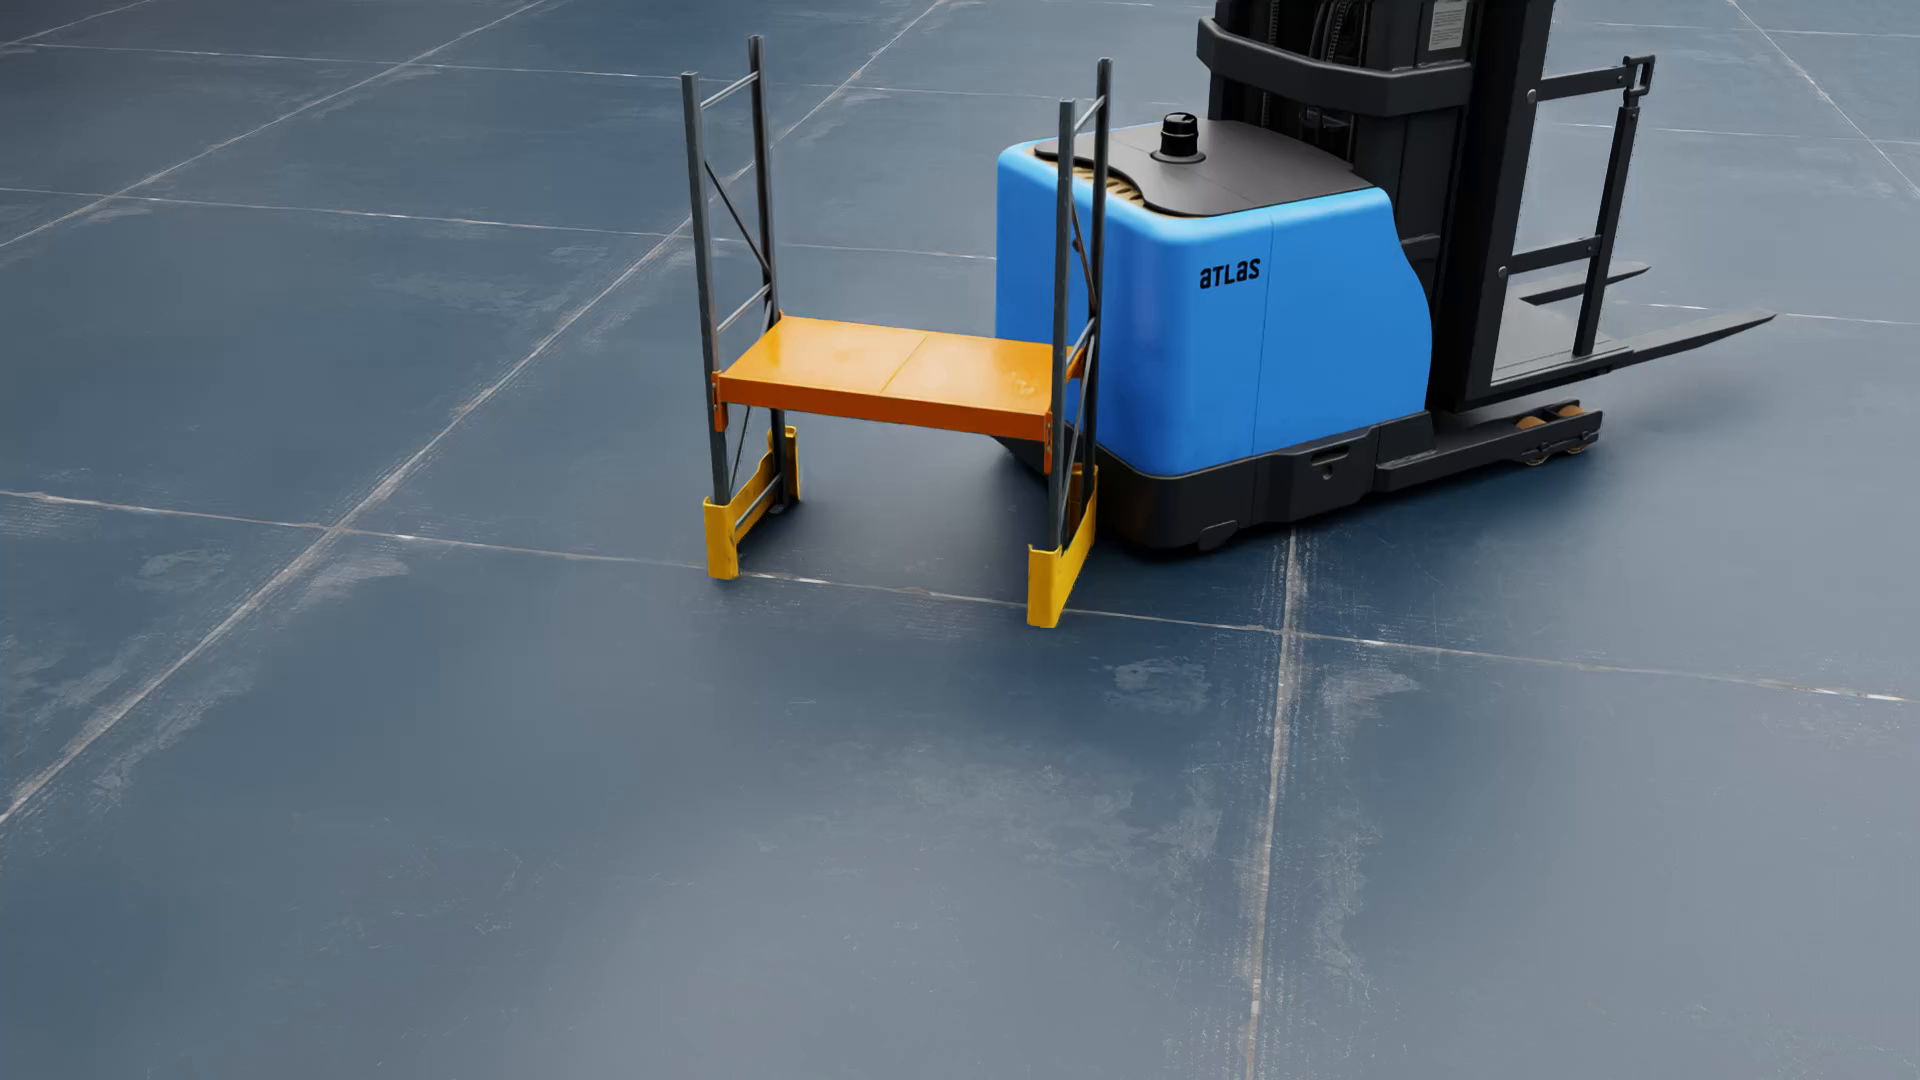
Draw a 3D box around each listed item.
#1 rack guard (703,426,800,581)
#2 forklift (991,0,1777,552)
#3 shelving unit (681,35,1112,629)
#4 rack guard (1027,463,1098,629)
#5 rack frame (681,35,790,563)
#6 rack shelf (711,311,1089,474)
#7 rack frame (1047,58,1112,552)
[{"bbox_3d":[-0.646,-0.125,5.219,0.087,0.250,0.587,8,30,14],"label":"rack guard"},{"bbox_3d":[1.646,-1.747,5.389,3.031,2.935,1.130,-15,32,-25],"label":"forklift"},{"bbox_3d":[-0.167,-0.607,4.797,1.083,1.500,0.587,8,30,14],"label":"shelving unit"},{"bbox_3d":[0.311,0.008,4.975,0.087,0.250,0.587,8,30,14],"label":"rack guard"},{"bbox_3d":[-0.647,-0.674,4.919,0.032,1.500,0.500,8,30,14],"label":"rack frame"},{"bbox_3d":[-0.159,-0.448,4.881,1.000,0.185,0.538,8,30,14],"label":"rack shelf"},{"bbox_3d":[0.329,-0.537,4.670,0.032,1.500,0.500,8,30,14],"label":"rack frame"}]
